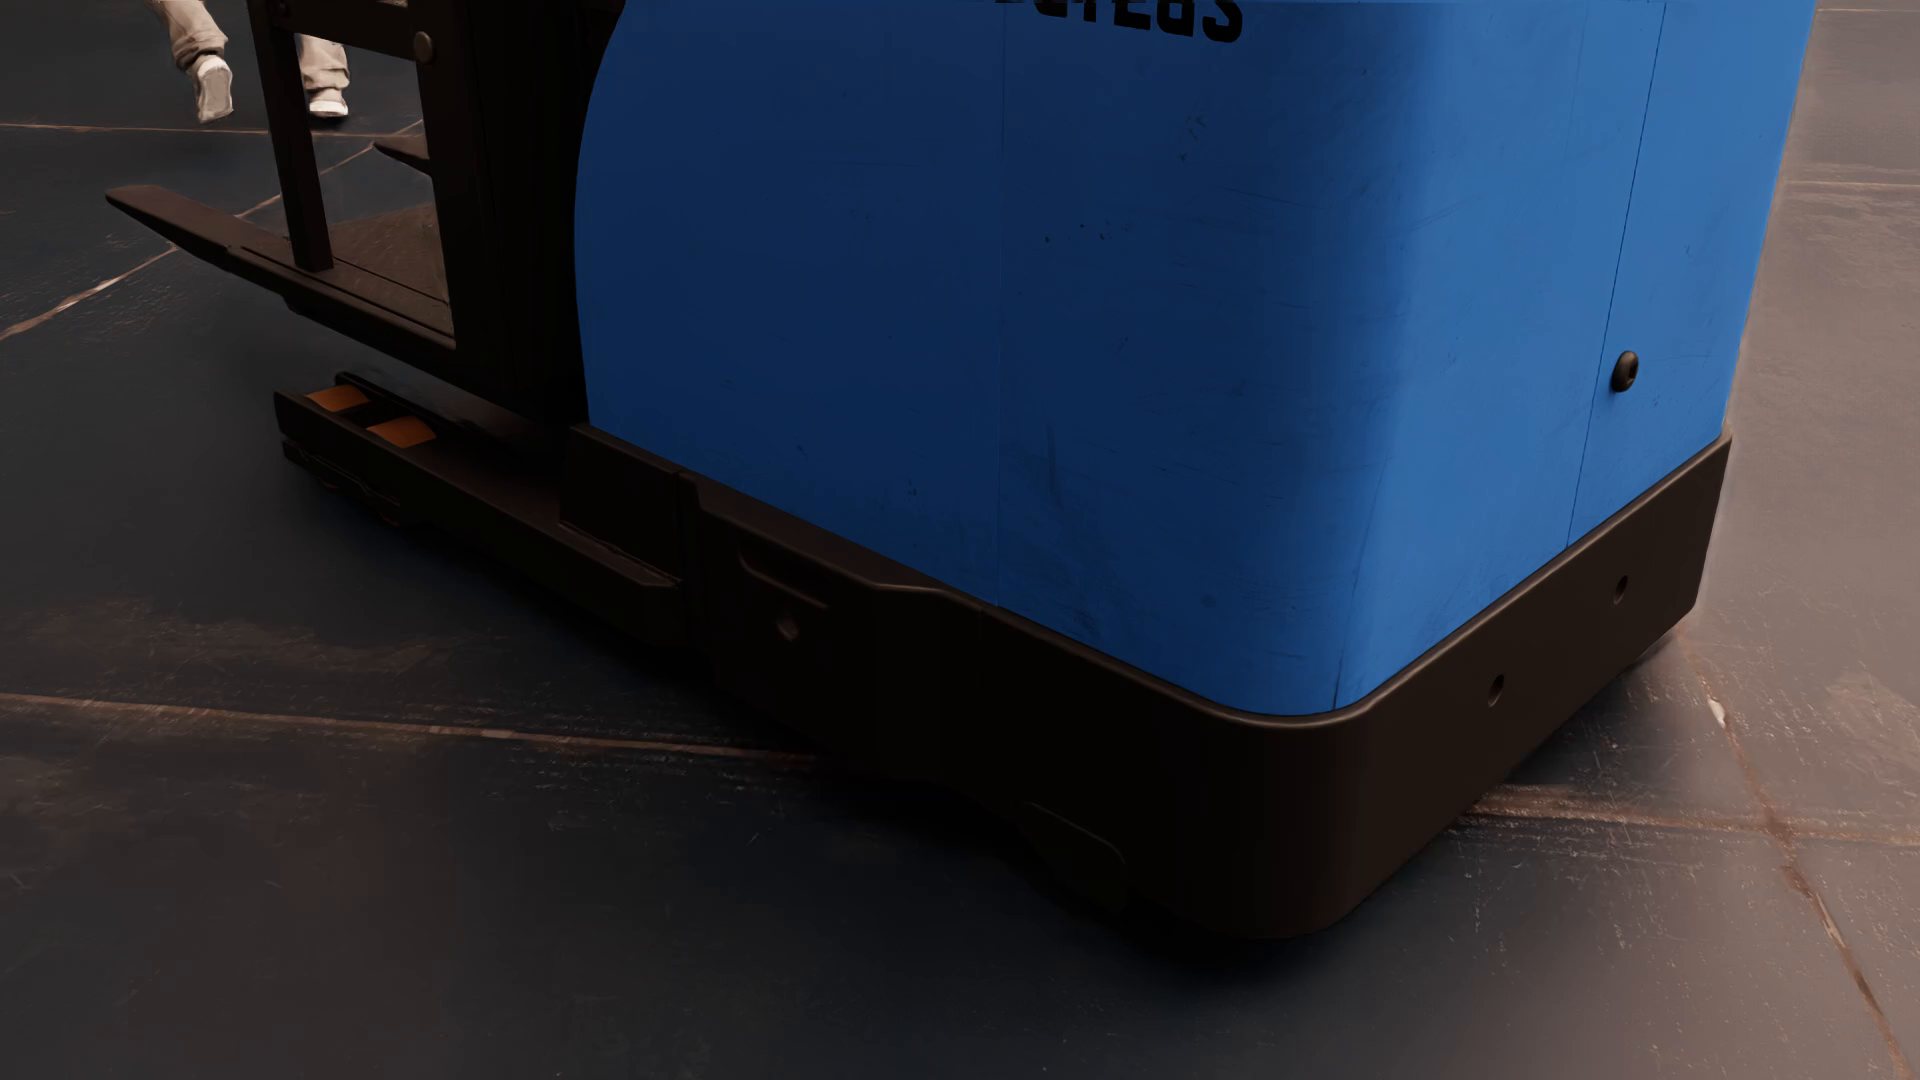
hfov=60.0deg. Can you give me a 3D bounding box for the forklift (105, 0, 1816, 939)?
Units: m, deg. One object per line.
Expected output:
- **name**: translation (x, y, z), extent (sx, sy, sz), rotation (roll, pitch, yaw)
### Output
- **forklift**: translation (-0.446, -1.482, 2.187), extent (3.031, 2.935, 1.130), rotation (23, 34, 38)

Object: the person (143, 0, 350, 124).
- **person**: translation (-1.923, -1.946, 4.699), extent (0.879, 1.512, 0.581), rotation (-17, 31, -30)
